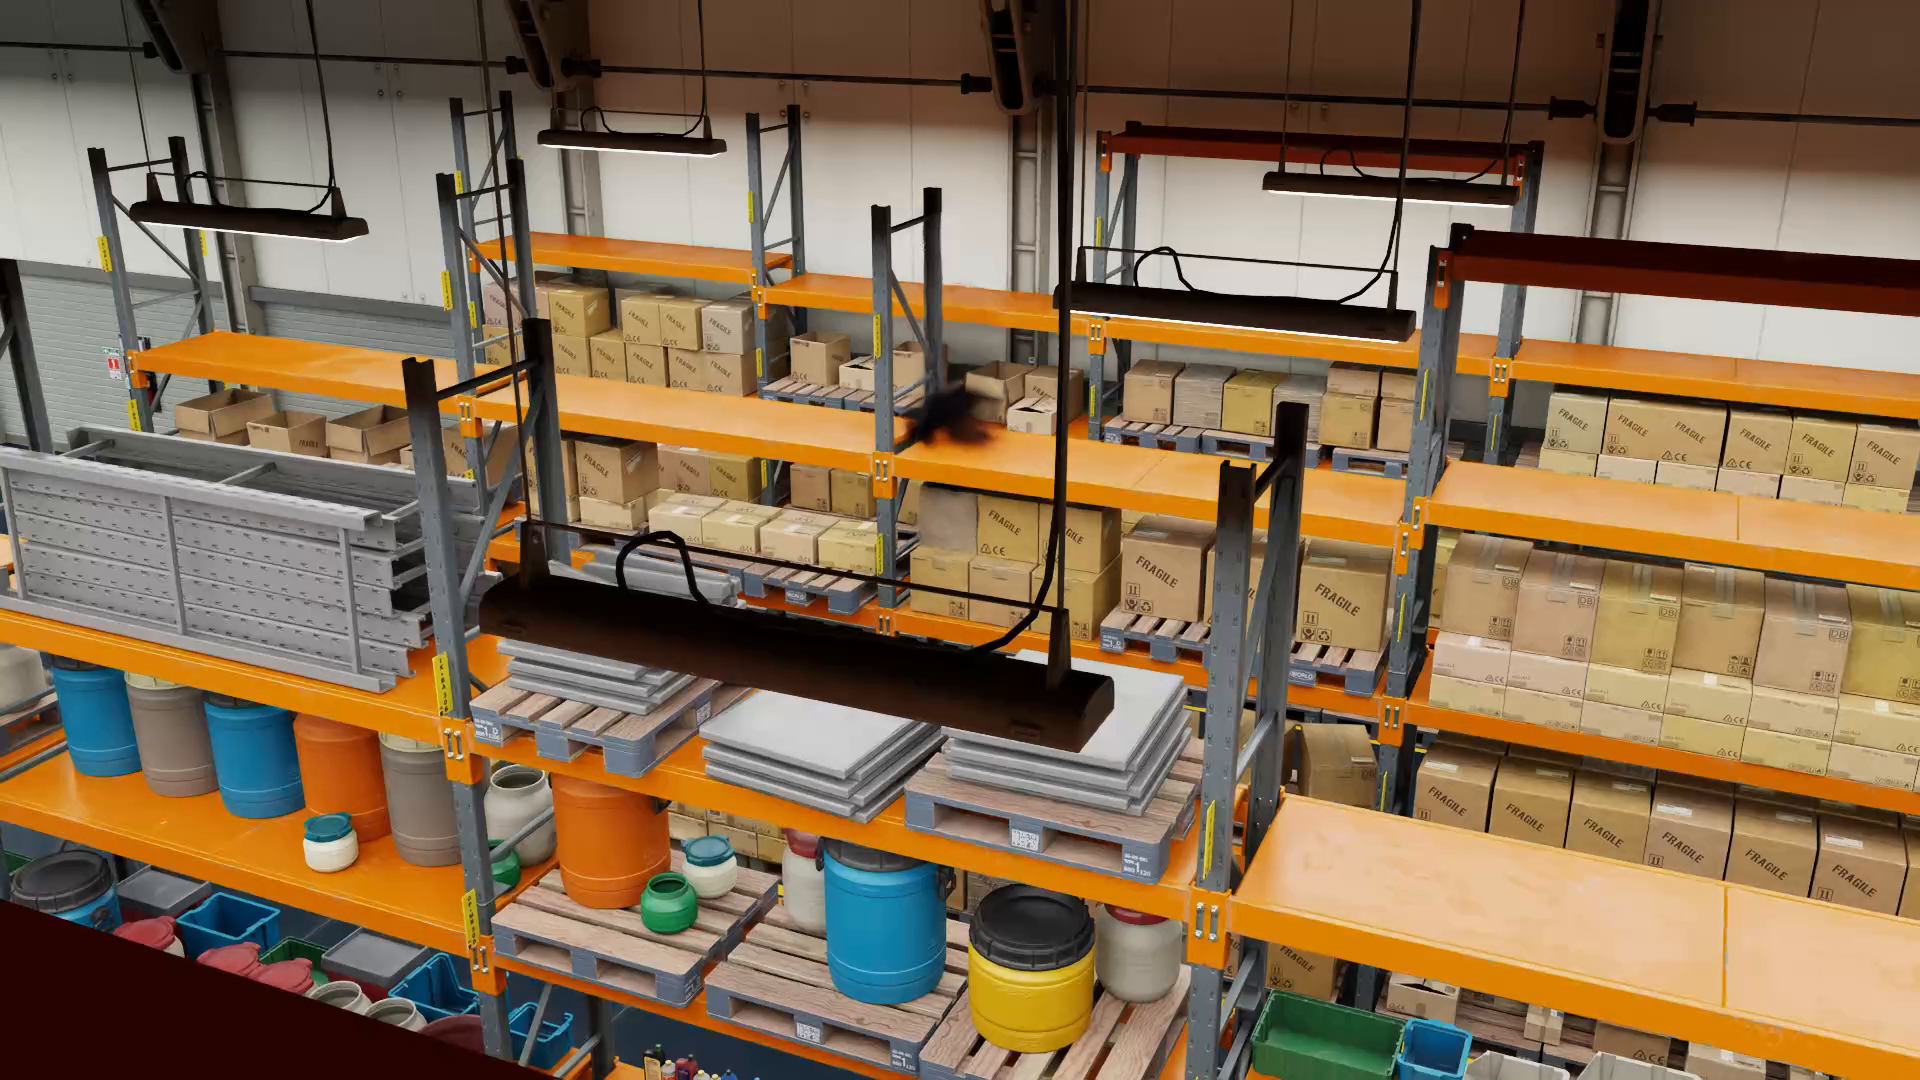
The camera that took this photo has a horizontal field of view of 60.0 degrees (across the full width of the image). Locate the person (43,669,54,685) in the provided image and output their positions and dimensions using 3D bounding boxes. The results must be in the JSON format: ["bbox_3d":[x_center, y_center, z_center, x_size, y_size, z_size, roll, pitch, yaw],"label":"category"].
[{"bbox_3d":[-9.830,1.026,17.500,0.817,1.749,0.728,-12,23,-28],"label":"person"}]
